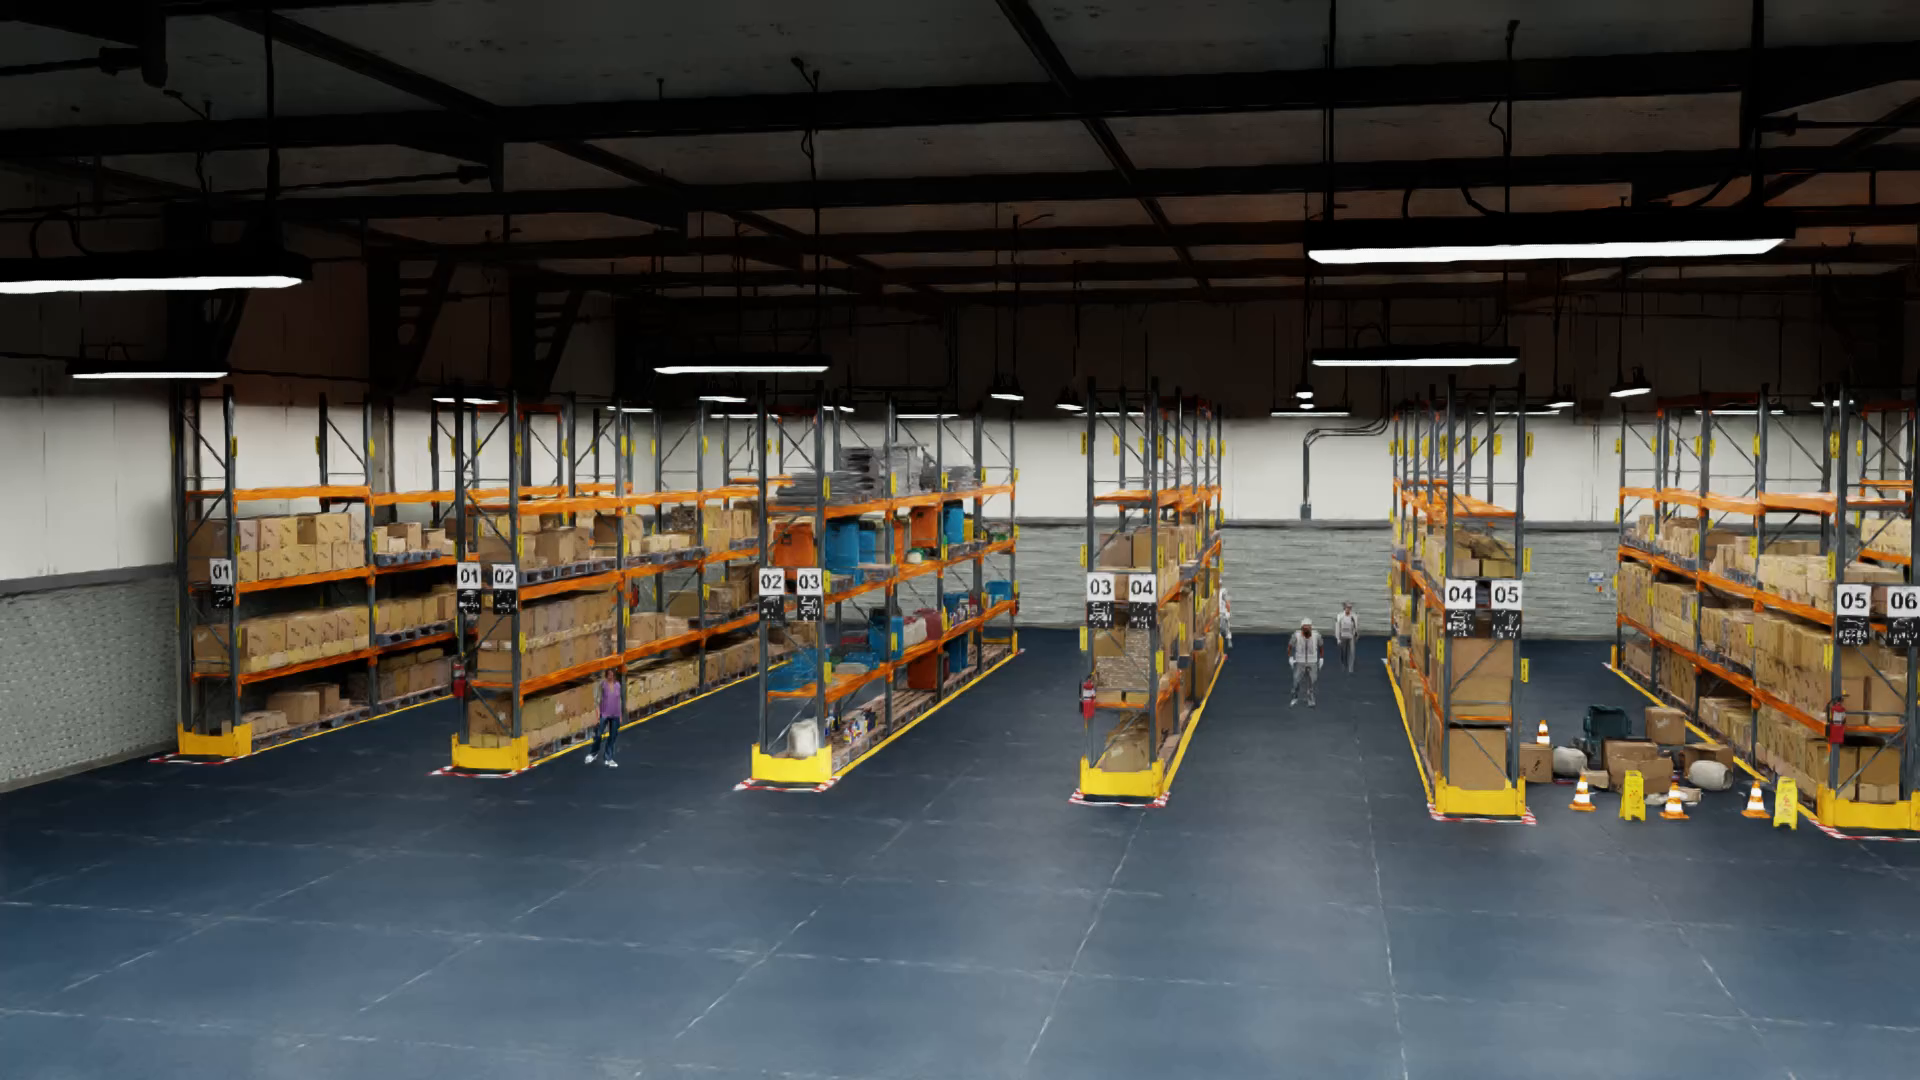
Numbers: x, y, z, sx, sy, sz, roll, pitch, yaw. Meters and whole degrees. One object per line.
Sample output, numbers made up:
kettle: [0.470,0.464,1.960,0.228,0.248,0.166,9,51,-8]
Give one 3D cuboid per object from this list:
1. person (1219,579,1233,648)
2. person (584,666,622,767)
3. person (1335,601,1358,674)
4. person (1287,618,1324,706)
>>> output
person: [6.492,1.816,41.215,0.573,1.775,0.573,-3,4,-43]
person: [-5.568,2.749,25.978,0.573,1.587,0.462,-2,4,-30]
person: [8.557,2.130,36.791,0.495,1.589,1.076,1,3,15]
person: [6.658,2.350,32.034,0.702,1.735,0.549,1,3,10]
